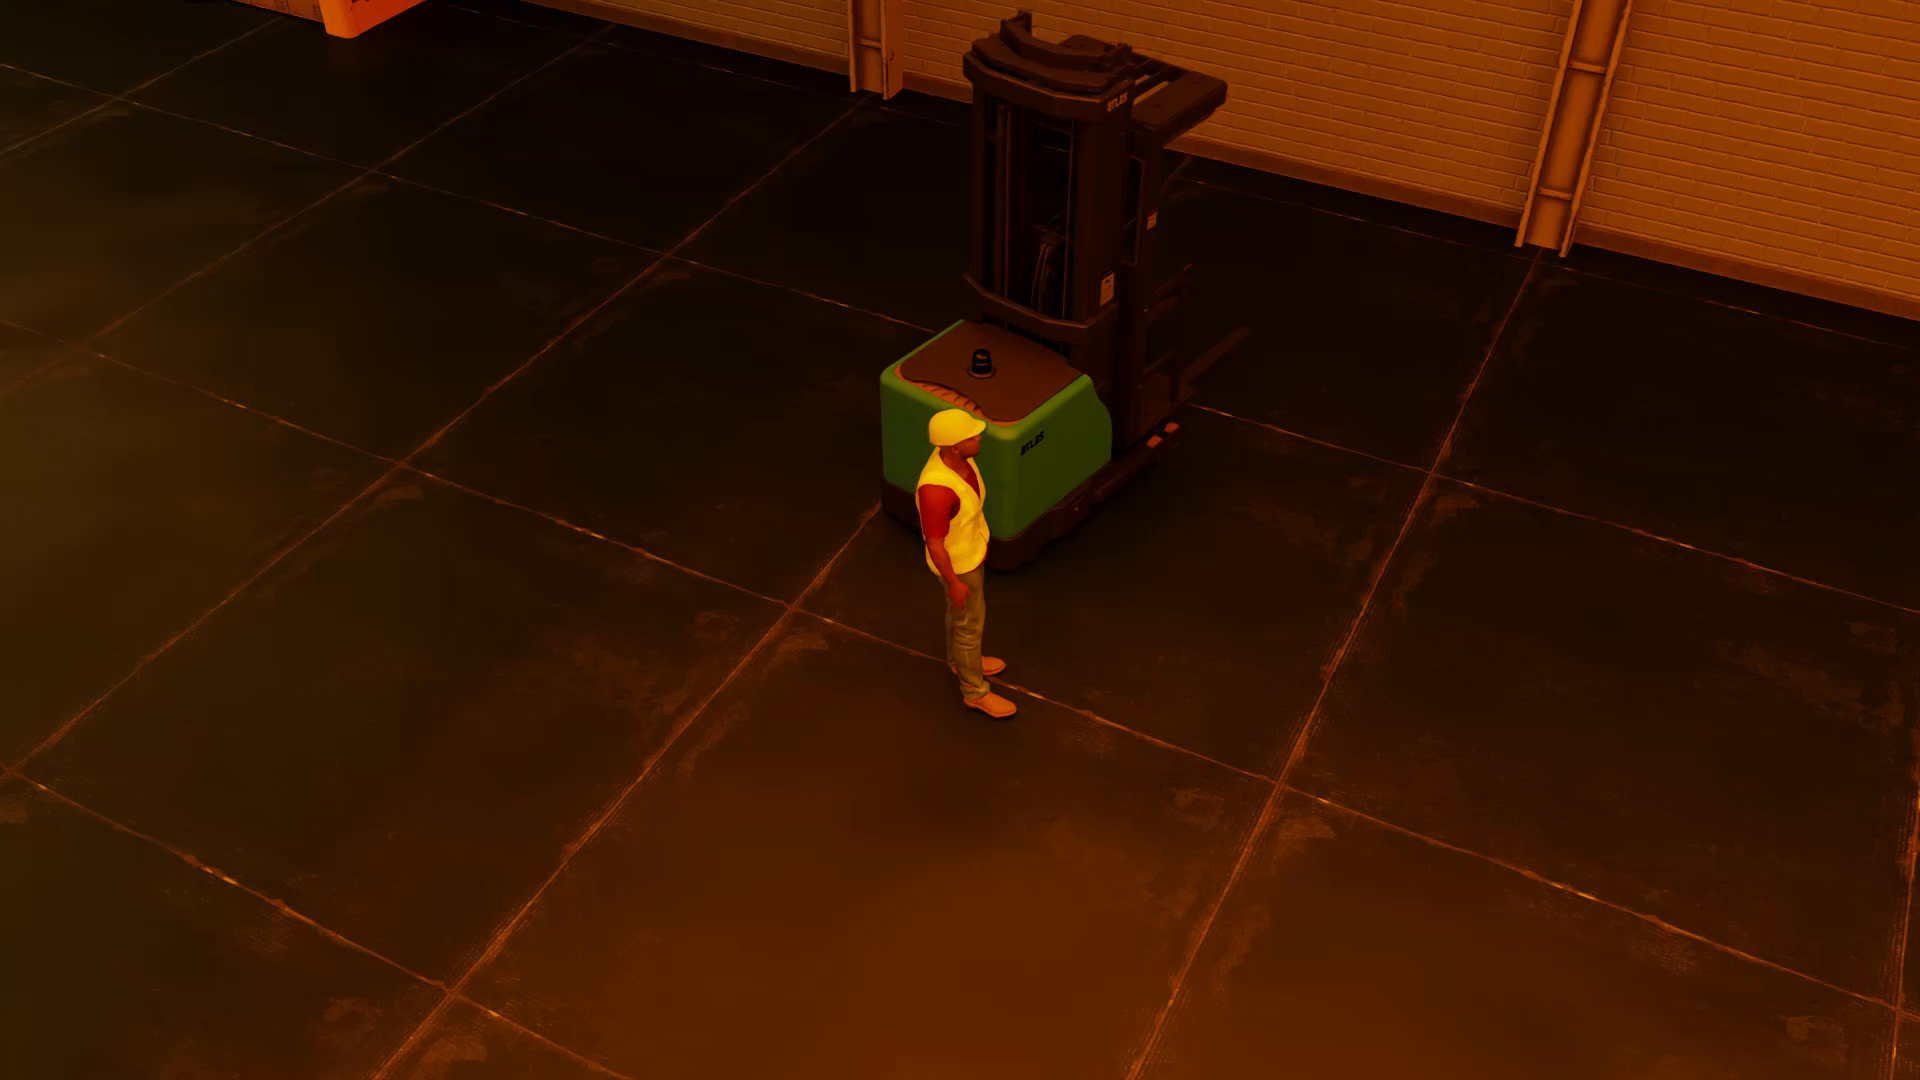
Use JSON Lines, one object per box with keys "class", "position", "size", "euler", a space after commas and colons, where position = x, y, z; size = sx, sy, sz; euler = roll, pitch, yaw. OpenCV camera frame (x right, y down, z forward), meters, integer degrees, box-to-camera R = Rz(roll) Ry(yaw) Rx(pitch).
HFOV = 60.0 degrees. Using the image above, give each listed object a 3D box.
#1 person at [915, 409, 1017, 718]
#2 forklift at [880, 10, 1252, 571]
{"class": "person", "position": [0.075, 0.078, 8.787], "size": [0.574, 1.767, 0.668], "euler": [7, 41, 8]}
{"class": "forklift", "position": [0.835, -1.820, 10.147], "size": [1.130, 2.935, 3.031], "euler": [28, 47, 29]}
